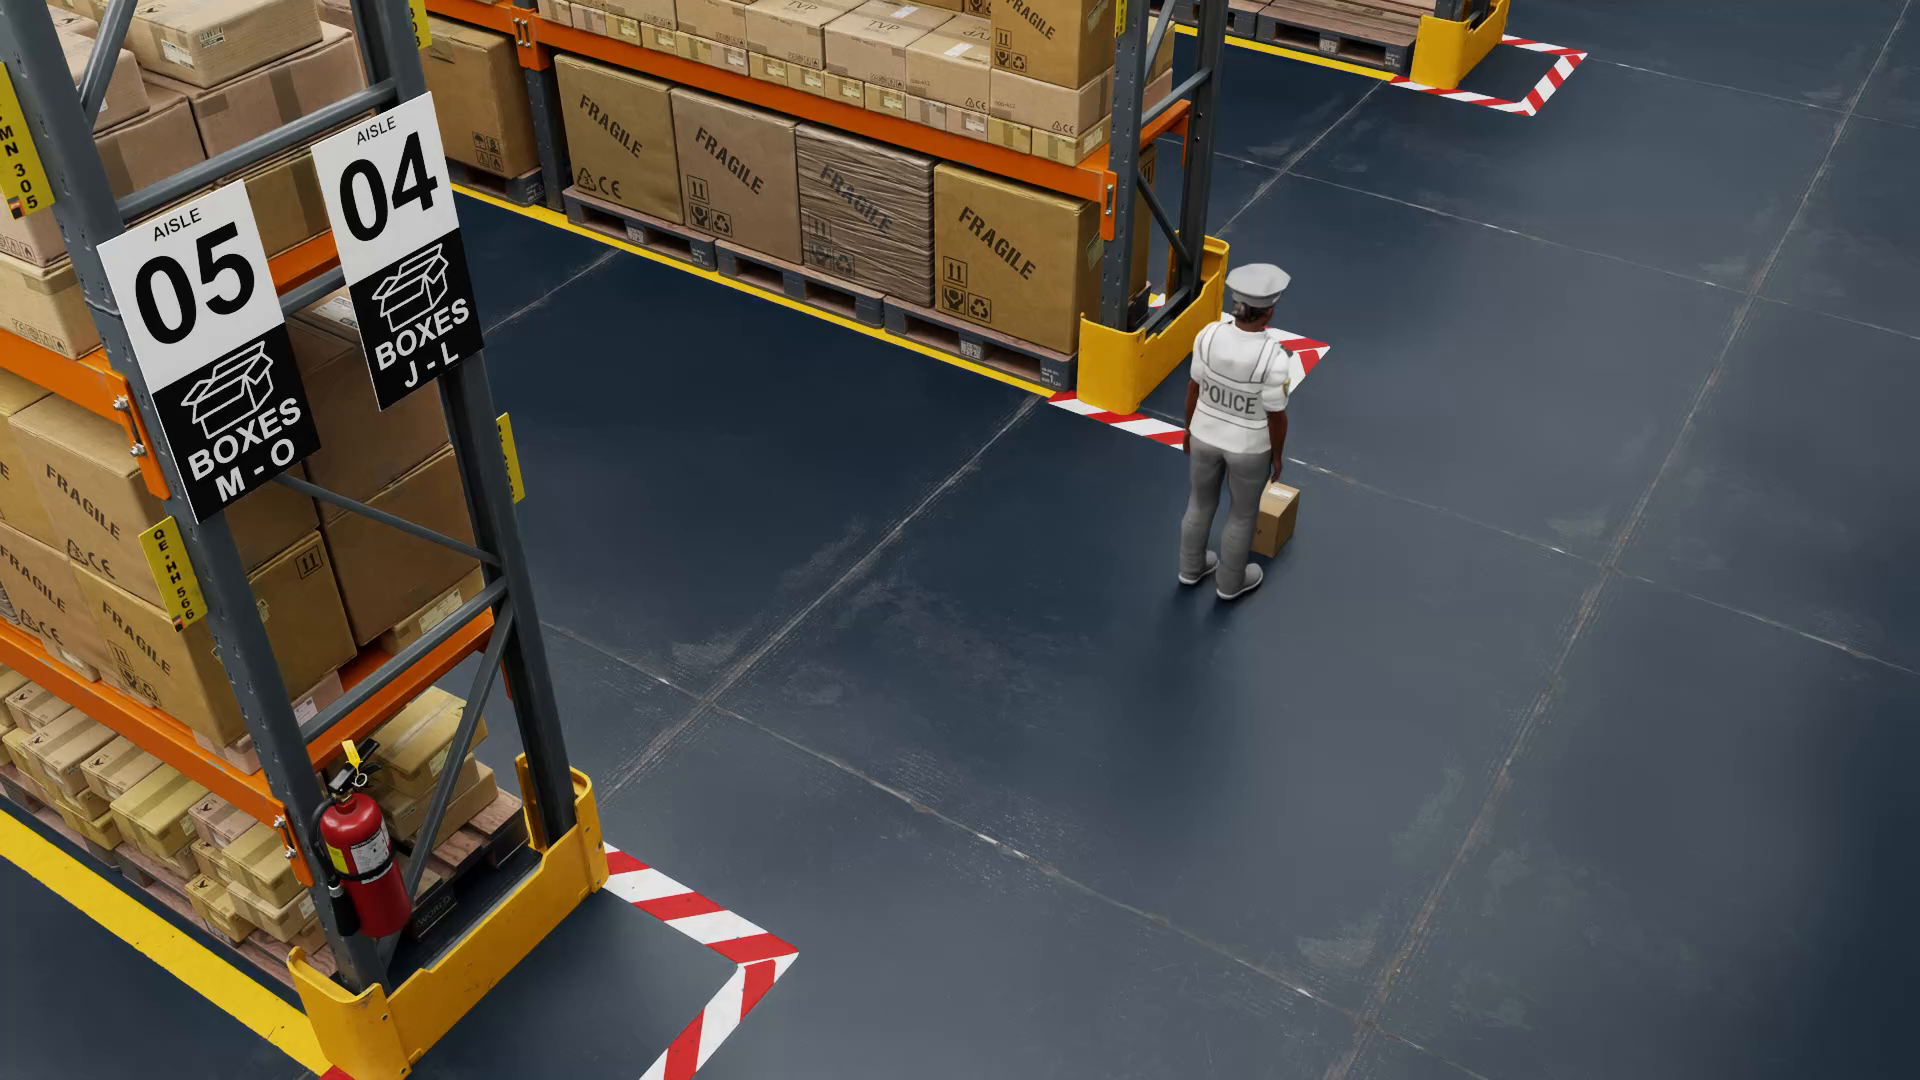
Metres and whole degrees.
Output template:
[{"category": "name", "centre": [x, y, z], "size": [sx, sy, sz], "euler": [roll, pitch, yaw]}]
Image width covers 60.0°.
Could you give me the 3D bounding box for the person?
[{"category": "person", "centre": [1.199, -0.429, 7.198], "size": [0.469, 1.679, 0.400], "euler": [22, 44, 25]}]
